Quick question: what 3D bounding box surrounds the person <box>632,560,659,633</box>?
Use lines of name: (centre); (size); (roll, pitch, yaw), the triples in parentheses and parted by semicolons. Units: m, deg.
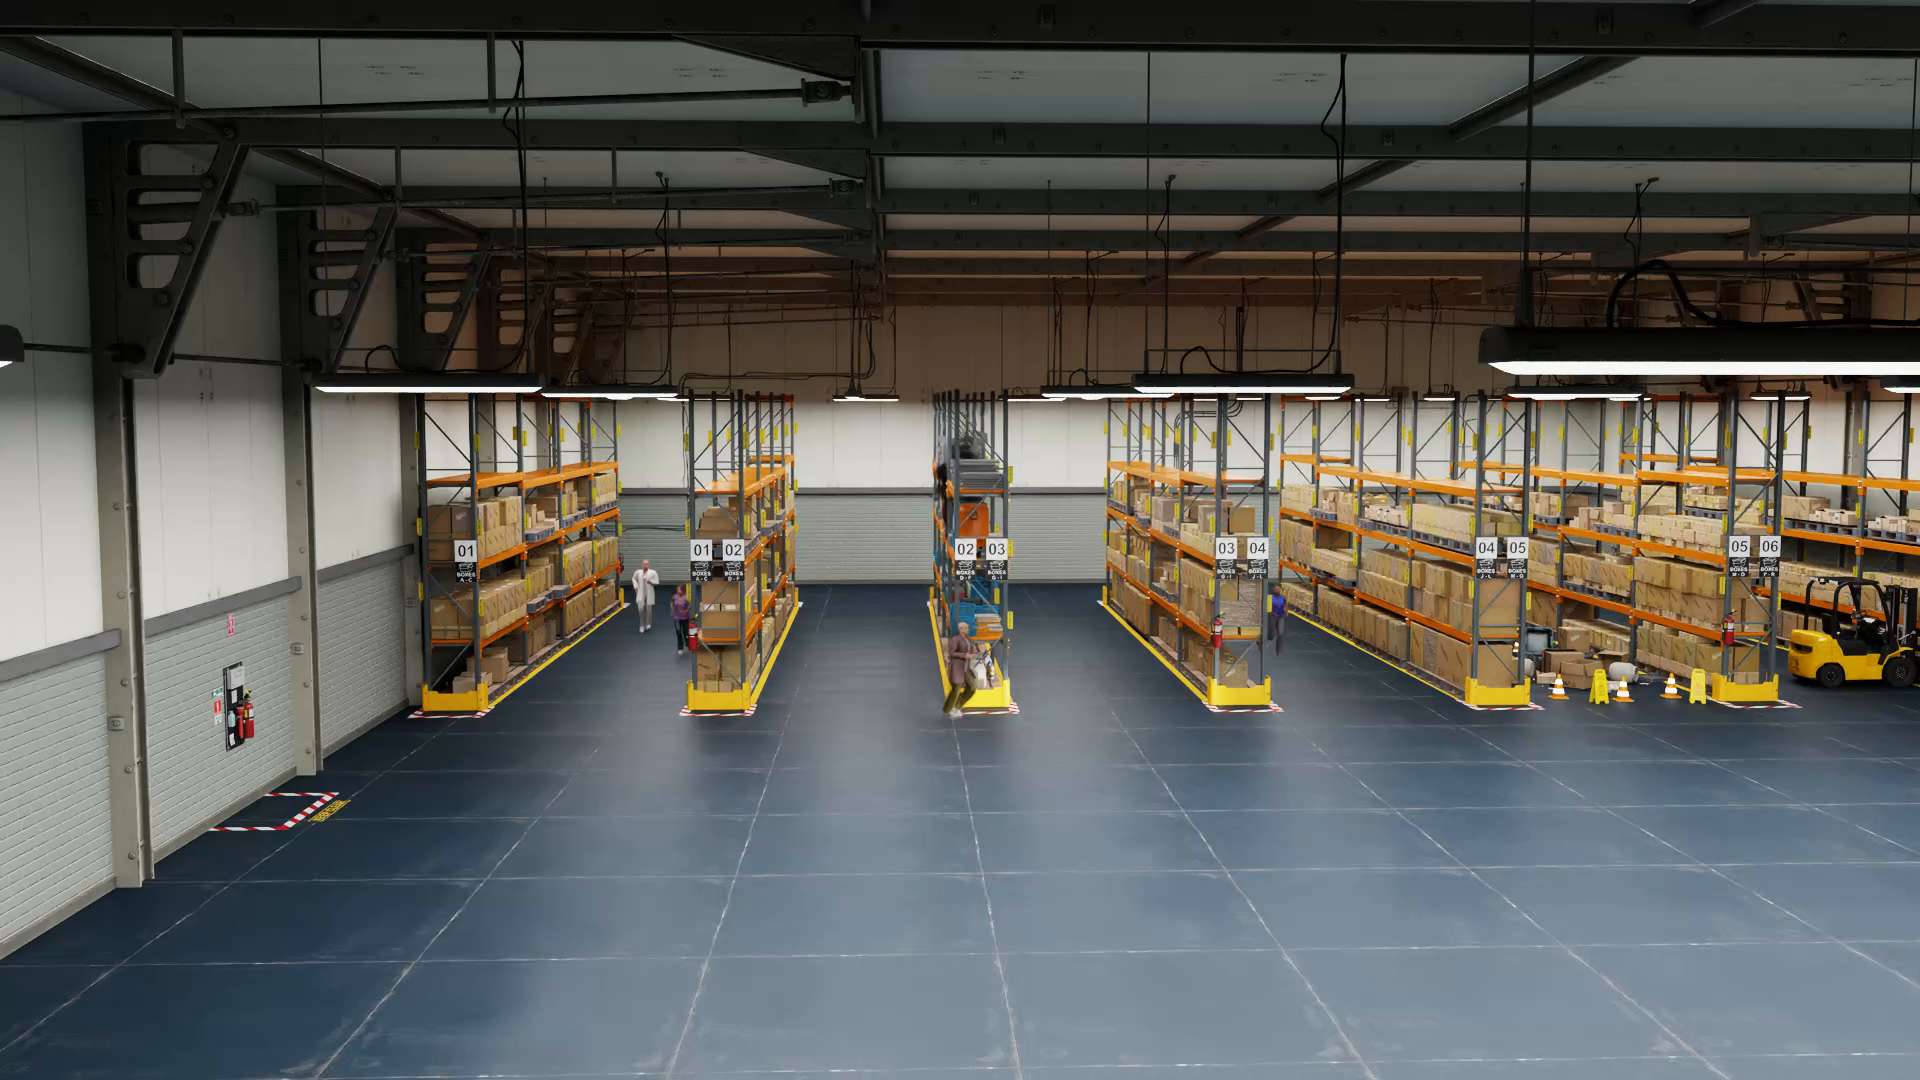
person: (-7.925, 1.420, 41.915); (0.682, 1.841, 0.801); (-1, 5, -7)

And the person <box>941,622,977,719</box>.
person: (0.062, 2.387, 30.337); (0.731, 1.773, 0.713); (3, 6, 36)

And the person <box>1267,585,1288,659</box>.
person: (7.188, 1.833, 37.849); (0.587, 1.656, 0.841); (-1, 5, -10)

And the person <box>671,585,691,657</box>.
person: (-6.377, 1.819, 38.144); (0.557, 1.596, 0.917); (0, 5, 4)
